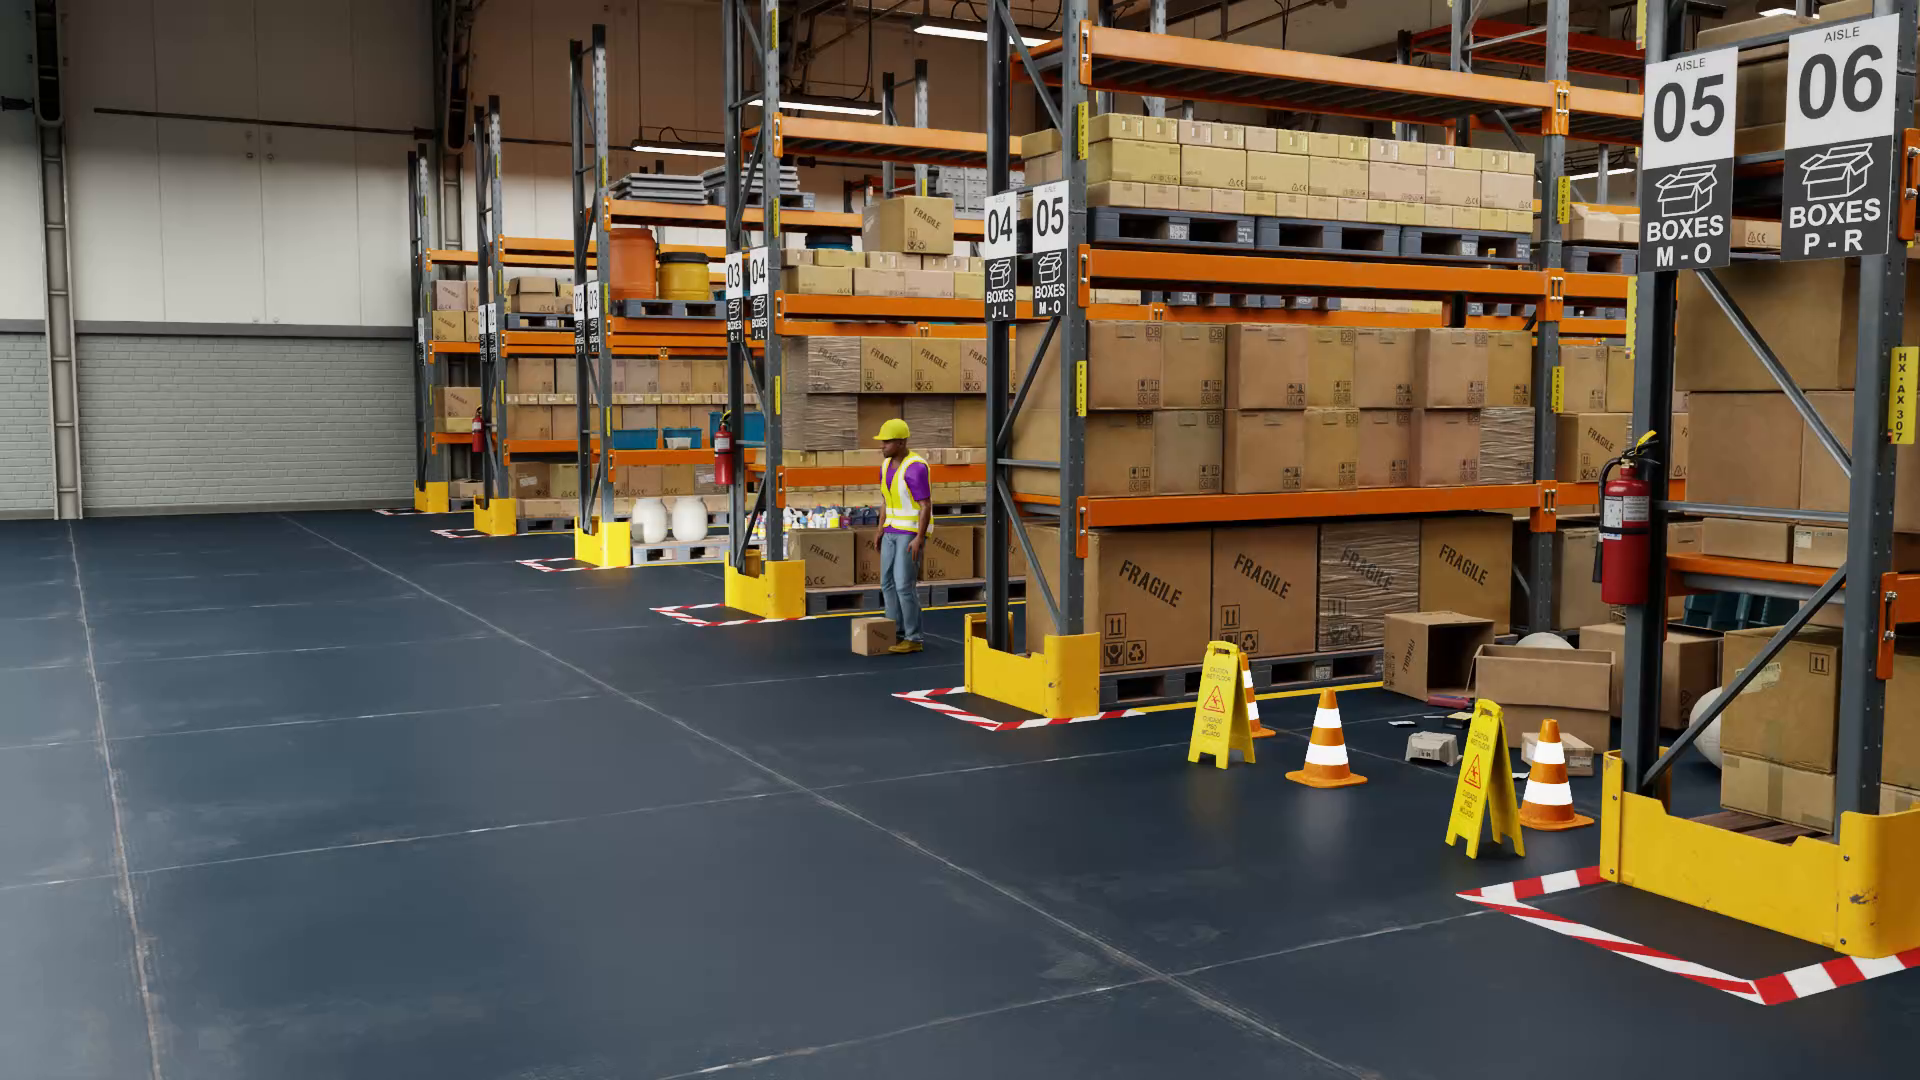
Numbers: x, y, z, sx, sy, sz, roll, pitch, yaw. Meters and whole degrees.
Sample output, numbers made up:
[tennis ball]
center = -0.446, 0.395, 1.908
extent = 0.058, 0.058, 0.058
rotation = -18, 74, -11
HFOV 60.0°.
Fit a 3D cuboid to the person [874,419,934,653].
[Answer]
[person]
center = -0.451, -0.034, 12.571
extent = 0.462, 1.755, 0.632
rotation = -3, 6, -32
